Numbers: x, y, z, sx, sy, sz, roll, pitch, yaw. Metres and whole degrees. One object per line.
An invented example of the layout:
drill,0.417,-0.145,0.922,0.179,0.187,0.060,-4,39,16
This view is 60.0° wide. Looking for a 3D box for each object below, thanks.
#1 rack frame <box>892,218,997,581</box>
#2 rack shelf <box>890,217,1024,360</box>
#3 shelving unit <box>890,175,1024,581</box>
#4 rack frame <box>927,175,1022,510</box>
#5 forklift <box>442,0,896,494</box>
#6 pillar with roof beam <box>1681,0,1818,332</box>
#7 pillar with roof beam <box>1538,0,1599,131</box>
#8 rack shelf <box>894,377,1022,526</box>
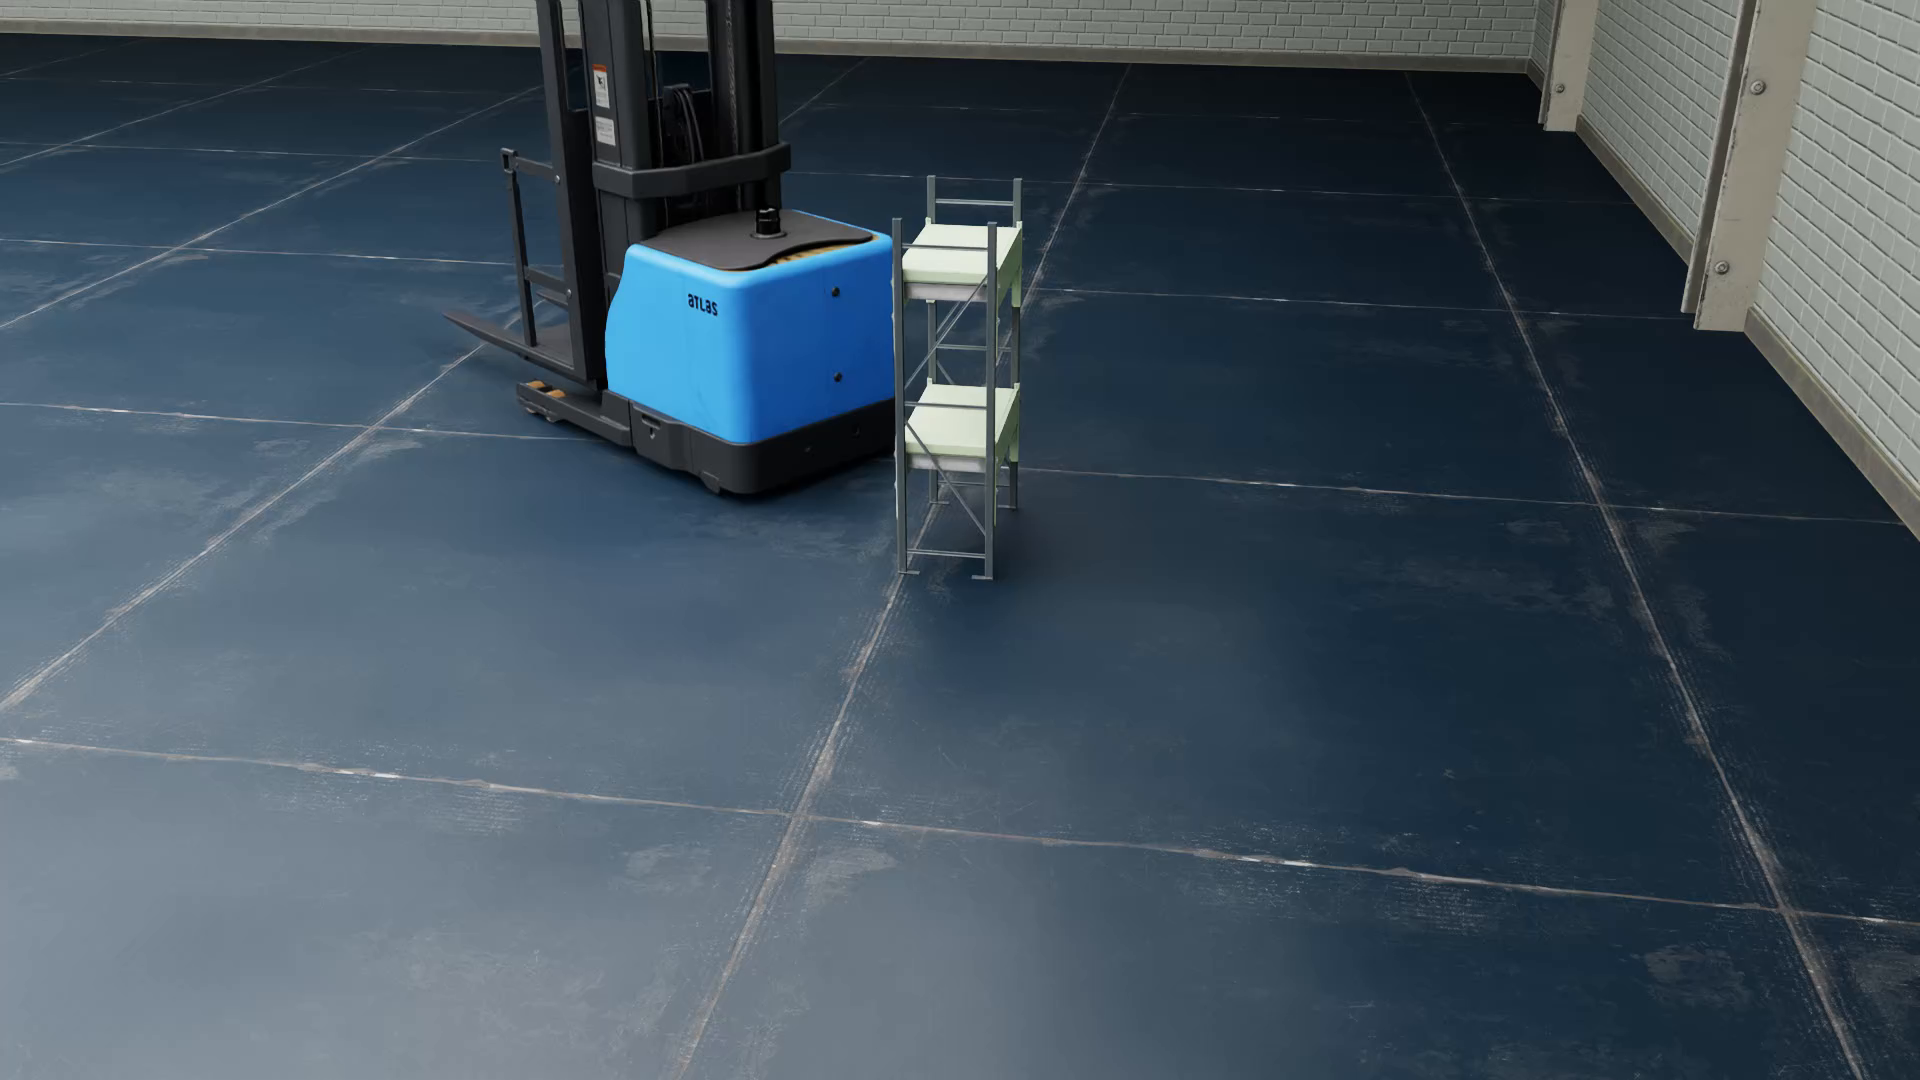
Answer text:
rack frame,-0.059,-0.529,6.611,0.400,1.500,0.023,4,25,9
rack shelf,0.001,-1.036,6.773,0.431,0.370,0.720,4,25,9
shelving unit,0.001,-0.682,6.938,0.431,1.500,0.755,4,25,9
rack frame,0.061,-0.835,7.265,0.400,1.500,0.023,4,25,9
forklift,-1.661,-2.065,8.205,1.130,2.935,3.031,-23,33,-39
pillar with roof beam,0.333,-5.706,8.825,9.100,9.000,0.400,4,25,9
pillar with roof beam,1.314,-8.215,14.186,9.100,9.000,0.400,4,25,9
rack shelf,0.001,-0.387,7.076,0.431,0.370,0.720,4,25,9
